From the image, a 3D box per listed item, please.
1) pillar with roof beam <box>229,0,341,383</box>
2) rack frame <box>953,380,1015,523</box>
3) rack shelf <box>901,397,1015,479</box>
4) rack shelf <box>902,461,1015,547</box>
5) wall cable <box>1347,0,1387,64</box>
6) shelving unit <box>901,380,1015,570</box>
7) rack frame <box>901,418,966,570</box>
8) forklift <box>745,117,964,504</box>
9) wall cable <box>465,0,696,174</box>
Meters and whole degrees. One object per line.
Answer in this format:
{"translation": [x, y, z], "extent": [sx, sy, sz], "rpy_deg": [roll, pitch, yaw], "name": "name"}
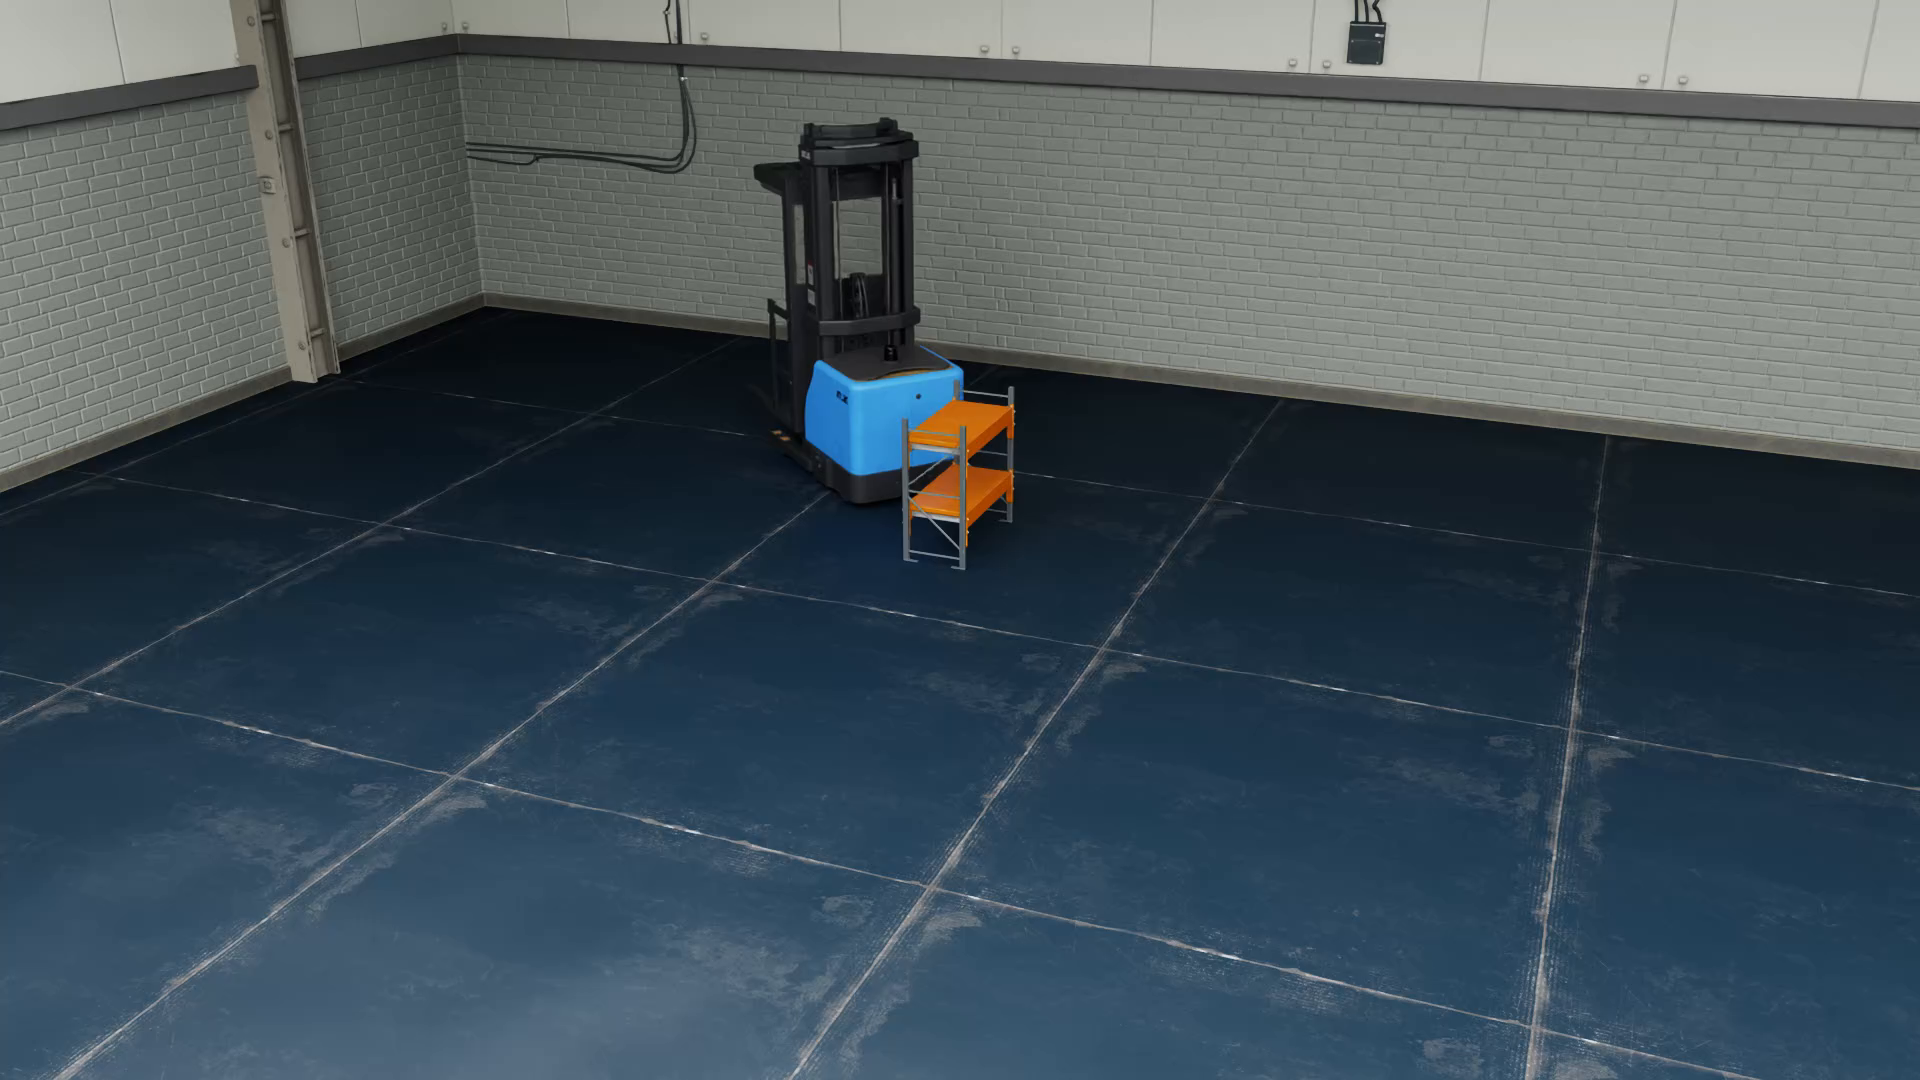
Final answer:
{"translation": [-2.583, -5.211, 13.771], "extent": [9.100, 9.000, 0.400], "rpy_deg": [9, 24, 20], "name": "pillar with roof beam"}
{"translation": [0.186, -0.699, 13.185], "extent": [0.500, 1.125, 0.032], "rpy_deg": [9, 24, 20], "name": "rack frame"}
{"translation": [-0.003, -0.787, 12.637], "extent": [0.538, 0.278, 1.000], "rpy_deg": [9, 24, 20], "name": "rack shelf"}
{"translation": [-0.003, -0.291, 12.844], "extent": [0.538, 0.278, 1.000], "rpy_deg": [9, 24, 20], "name": "rack shelf"}
{"translation": [4.551, -6.896, 13.395], "extent": [2.305, 6.003, 0.169], "rpy_deg": [9, 24, 20], "name": "wall cable"}
{"translation": [-0.003, -0.517, 12.750], "extent": [0.538, 1.125, 1.048], "rpy_deg": [9, 24, 20], "name": "shelving unit"}
{"translation": [-0.191, -0.335, 12.314], "extent": [0.500, 1.125, 0.032], "rpy_deg": [9, 24, 20], "name": "rack frame"}
{"translation": [-1.076, -2.178, 14.384], "extent": [1.130, 2.935, 3.031], "rpy_deg": [-11, 25, -25], "name": "forklift"}
{"translation": [-4.258, -5.259, 17.916], "extent": [3.097, 2.526, 0.112], "rpy_deg": [9, 24, 20], "name": "wall cable"}
